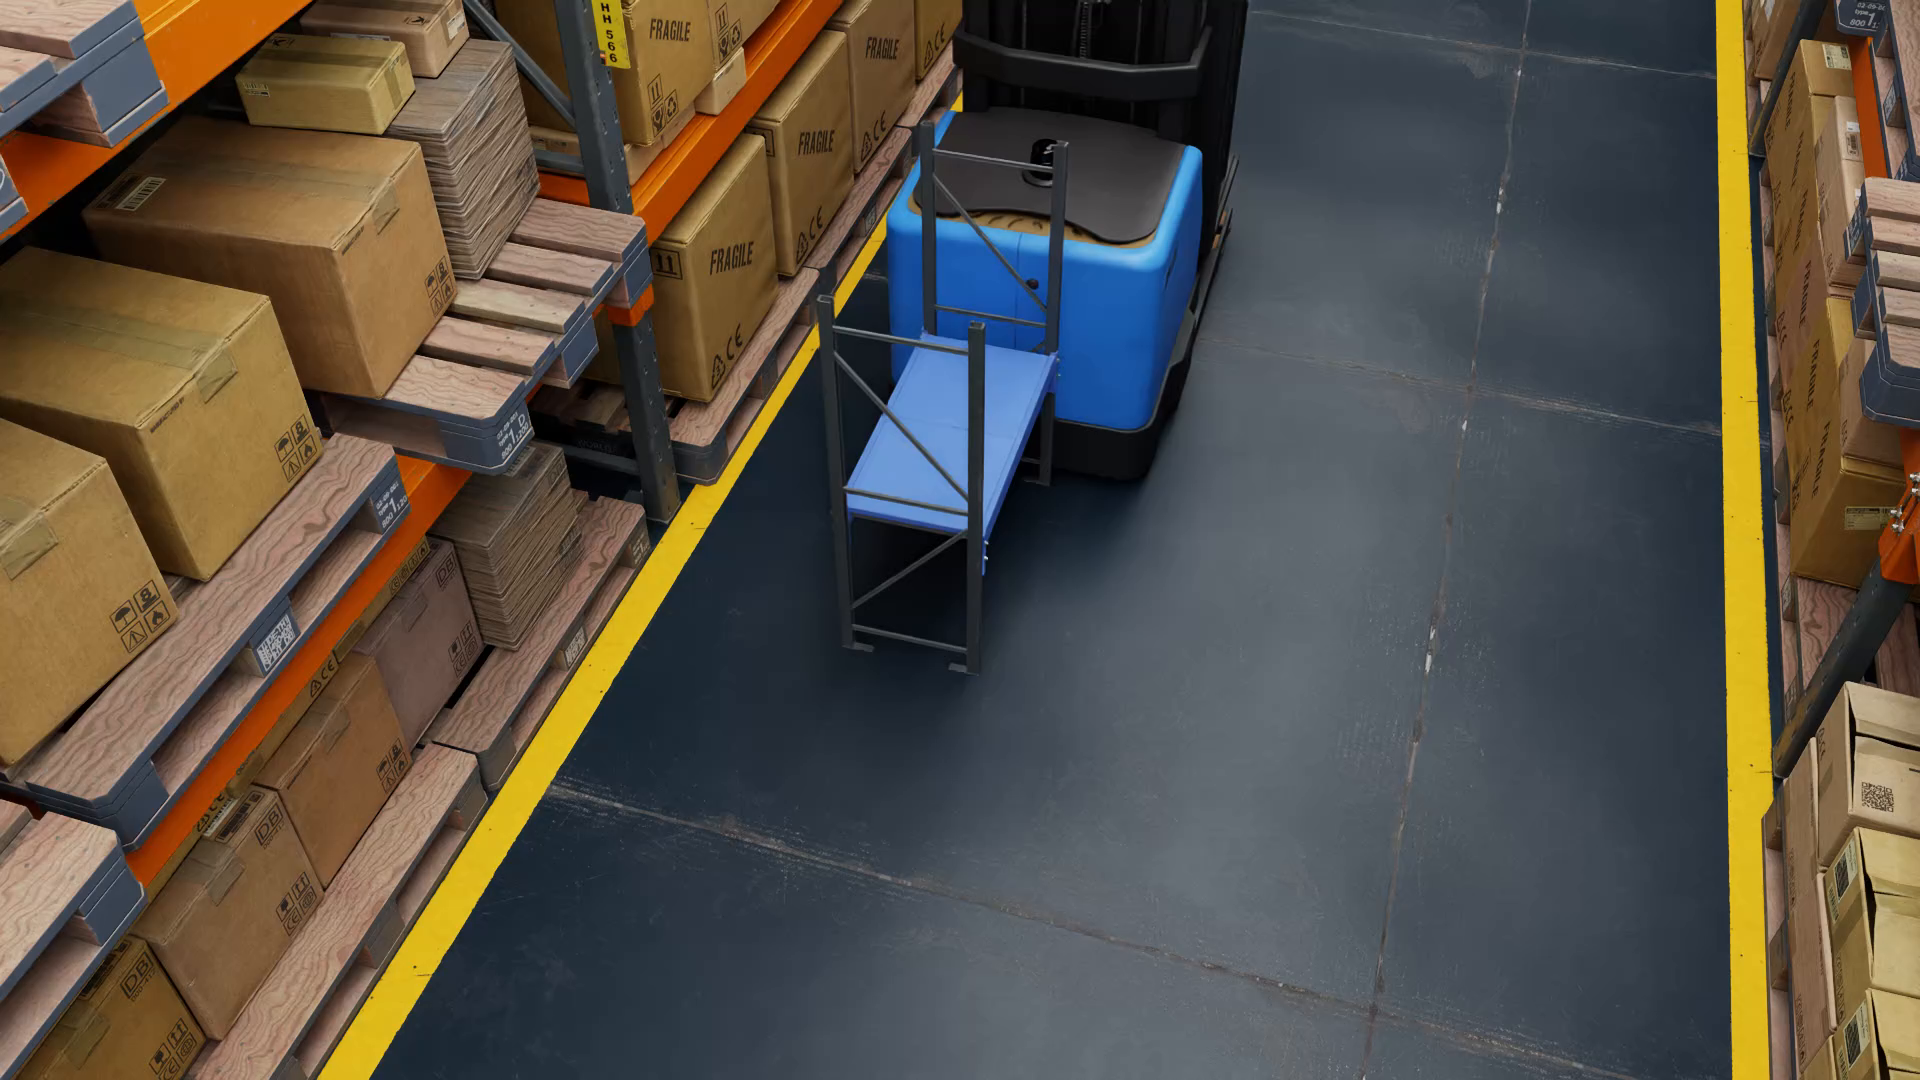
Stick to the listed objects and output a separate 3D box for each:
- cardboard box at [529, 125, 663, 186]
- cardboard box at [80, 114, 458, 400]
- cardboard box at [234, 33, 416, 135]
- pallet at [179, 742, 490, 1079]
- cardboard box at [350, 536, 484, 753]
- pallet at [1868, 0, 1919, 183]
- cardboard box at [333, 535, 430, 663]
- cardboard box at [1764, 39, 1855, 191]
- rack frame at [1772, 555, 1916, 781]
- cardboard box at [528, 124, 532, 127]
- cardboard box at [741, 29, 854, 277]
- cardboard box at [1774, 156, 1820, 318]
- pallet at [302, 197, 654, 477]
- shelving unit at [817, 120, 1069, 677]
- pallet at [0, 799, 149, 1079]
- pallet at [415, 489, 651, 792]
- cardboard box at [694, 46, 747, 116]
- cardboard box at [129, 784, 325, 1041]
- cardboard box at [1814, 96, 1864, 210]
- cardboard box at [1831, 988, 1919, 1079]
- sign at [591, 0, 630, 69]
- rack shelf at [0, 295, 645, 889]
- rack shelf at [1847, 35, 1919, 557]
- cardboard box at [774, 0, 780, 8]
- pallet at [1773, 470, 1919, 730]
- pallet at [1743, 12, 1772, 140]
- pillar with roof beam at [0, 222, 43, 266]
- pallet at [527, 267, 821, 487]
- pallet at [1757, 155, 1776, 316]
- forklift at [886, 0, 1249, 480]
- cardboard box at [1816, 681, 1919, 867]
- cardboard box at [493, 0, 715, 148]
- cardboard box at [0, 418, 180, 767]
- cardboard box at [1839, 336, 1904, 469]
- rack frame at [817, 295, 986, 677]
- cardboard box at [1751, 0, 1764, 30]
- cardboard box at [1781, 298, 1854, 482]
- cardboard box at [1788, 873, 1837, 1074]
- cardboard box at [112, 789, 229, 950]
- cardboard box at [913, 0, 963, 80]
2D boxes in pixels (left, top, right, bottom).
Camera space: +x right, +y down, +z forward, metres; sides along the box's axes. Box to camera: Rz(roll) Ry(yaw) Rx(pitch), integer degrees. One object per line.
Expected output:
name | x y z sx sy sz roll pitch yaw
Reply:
cardboard box | -1.243 -1.359 5.660 0.380 0.149 0.250 12 46 12
cardboard box | -1.839 -0.771 4.507 0.700 0.500 0.500 9 45 9
cardboard box | -1.722 -1.243 4.525 0.380 0.149 0.250 6 45 6
pallet | -2.173 1.056 5.020 1.003 0.211 1.213 13 46 13
cardboard box | -1.998 0.274 5.298 0.700 0.500 0.500 12 46 12
pallet | 3.743 -1.454 5.728 1.003 0.211 1.213 13 46 13
cardboard box | -1.964 0.054 4.987 0.500 0.250 0.500 13 46 13
cardboard box | 3.992 -1.884 7.503 0.500 0.500 0.500 11 45 11
rack frame | 3.159 -0.225 4.335 1.000 3.000 0.127 13 46 13
cardboard box | -1.709 -1.460 5.763 0.380 0.149 0.250 13 46 13
cardboard box | -0.944 -1.698 7.078 0.750 0.750 0.750 12 46 12
cardboard box | 3.682 -1.195 6.799 0.500 0.500 0.500 13 46 13
pallet | -1.678 -0.706 4.963 1.213 0.211 1.003 13 46 13
shelving unit | -0.030 -0.461 5.648 0.538 1.500 1.048 11 46 11
pallet | -2.404 0.985 3.236 1.003 0.211 1.213 13 46 13
pallet | -1.801 0.246 5.848 1.003 0.211 1.213 13 46 13
cardboard box | -0.997 -1.685 5.992 0.380 0.149 0.250 14 46 14
cardboard box | -2.266 0.950 4.607 0.700 0.500 0.500 13 46 13
cardboard box | 3.689 -1.486 6.560 0.500 0.250 0.500 13 46 13
cardboard box | 2.413 1.386 3.954 0.500 0.311 0.500 11 46 11
sign | -1.043 -1.549 4.917 0.100 0.325 0.005 13 46 13
rack shelf | -2.169 0.319 4.294 1.077 0.370 4.000 13 46 13
rack shelf | 3.765 -1.301 5.949 1.077 0.370 4.000 13 46 13
cardboard box | -0.853 -2.368 6.227 0.500 0.500 0.500 12 46 12
pallet | 3.421 0.282 5.811 1.003 0.211 1.213 13 46 13
pallet | 4.579 -2.352 8.503 1.003 0.211 1.213 13 46 13
pillar with roof beam | 1.322 -1.821 1.677 9.100 9.000 0.400 13 46 13
pallet | -1.253 -0.785 6.901 1.003 0.211 1.213 13 46 13
pallet | 4.160 -1.344 7.473 1.003 0.211 1.213 13 46 13
forklift | 0.616 -2.328 6.533 1.130 2.935 3.031 11 46 11
cardboard box | 2.720 0.694 4.661 0.500 0.311 0.500 14 46 14
cardboard box | -1.172 -1.690 5.534 0.500 0.500 0.500 14 46 14
cardboard box | -2.242 0.053 3.665 0.700 0.500 0.500 19 47 18
cardboard box | 3.232 -0.468 5.520 0.500 0.250 0.500 14 46 14
rack frame | -0.171 -0.119 5.299 0.500 1.500 0.032 11 46 11
cardboard box | 4.329 -2.732 8.621 0.380 0.149 0.250 13 46 13
cardboard box | 3.376 -0.507 6.096 0.500 0.500 0.500 11 45 11
cardboard box | 2.569 1.230 4.514 0.500 0.250 0.500 11 46 11
cardboard box | -2.283 0.727 4.299 0.500 0.250 0.500 11 46 11
cardboard box | -0.425 -2.859 8.264 0.750 0.750 0.750 13 46 13
